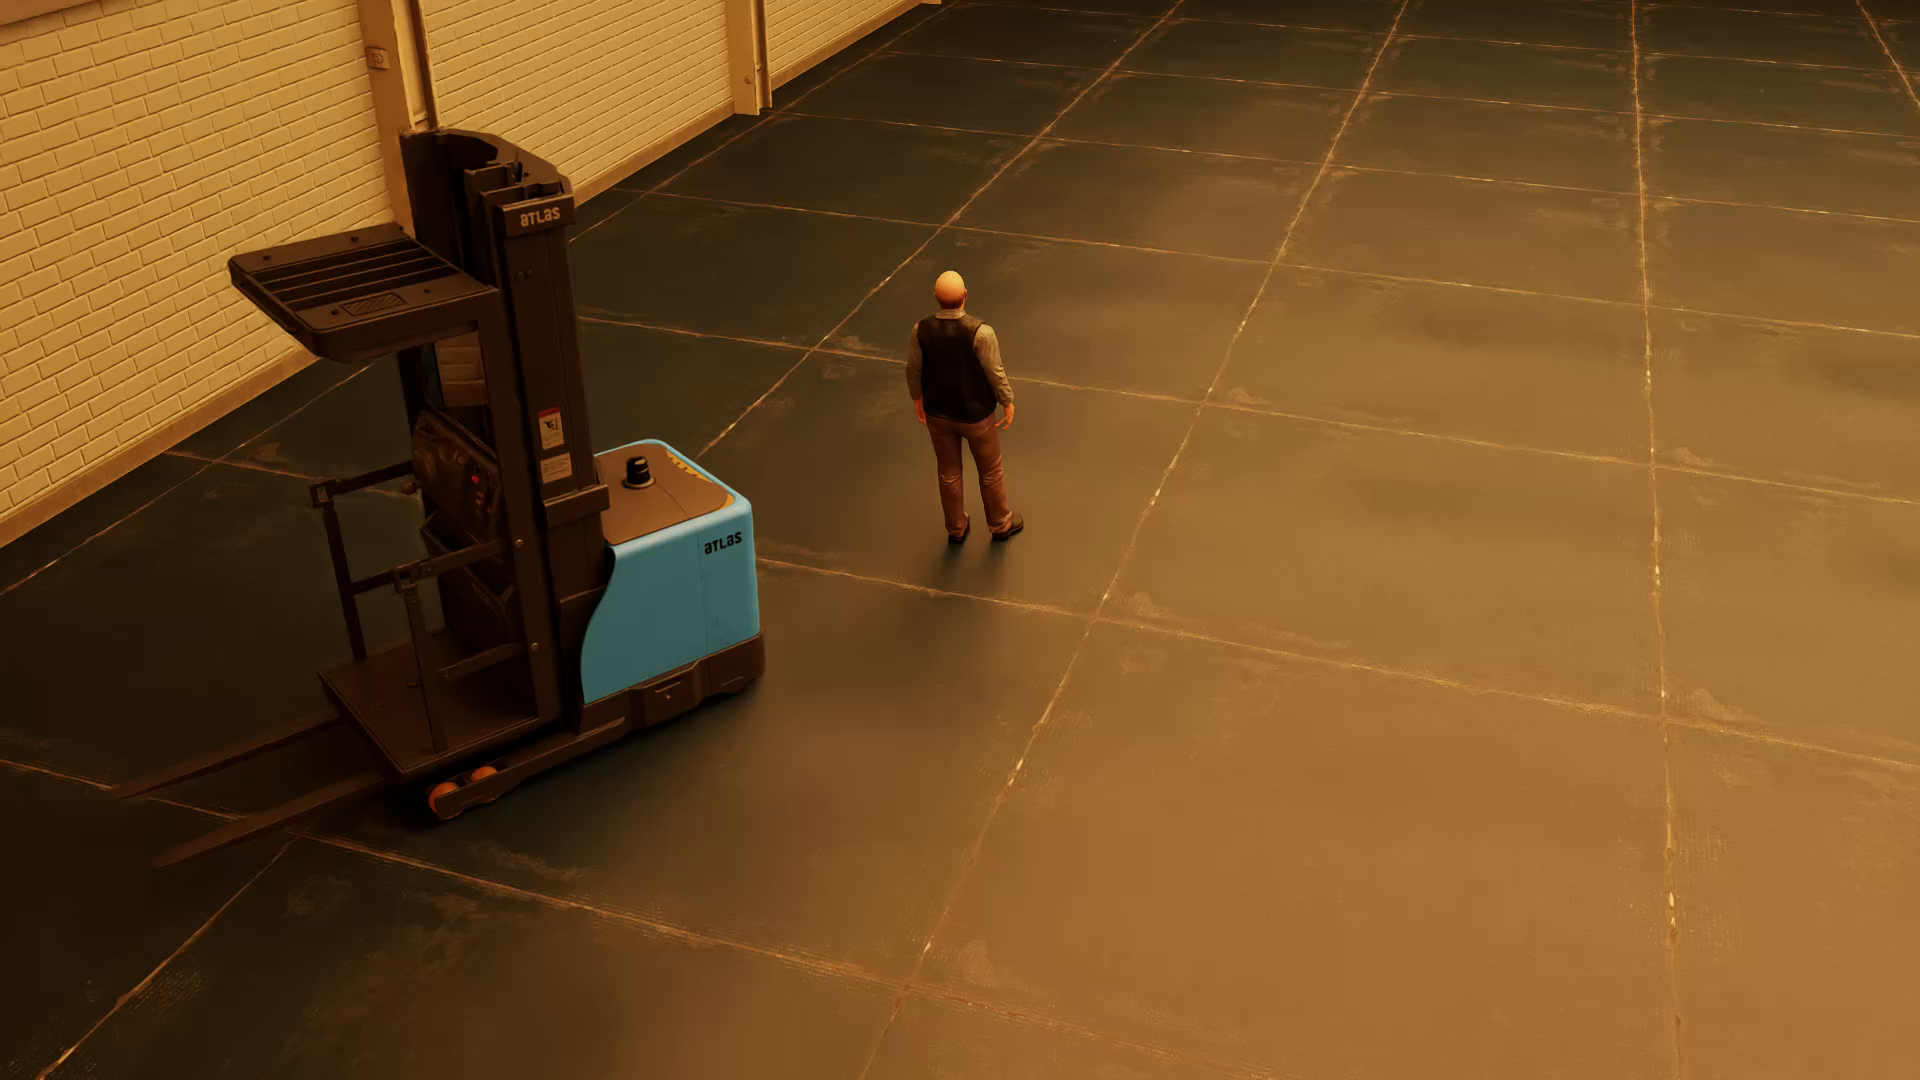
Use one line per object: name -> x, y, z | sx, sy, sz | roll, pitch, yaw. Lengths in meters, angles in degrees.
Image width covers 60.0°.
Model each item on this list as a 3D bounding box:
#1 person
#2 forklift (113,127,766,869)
person -> 0.028, -0.782, 9.715 | 0.632, 1.720, 0.568 | 10, 31, 16
forklift -> -2.492, -0.262, 7.597 | 3.031, 2.935, 1.130 | -22, 36, -33
